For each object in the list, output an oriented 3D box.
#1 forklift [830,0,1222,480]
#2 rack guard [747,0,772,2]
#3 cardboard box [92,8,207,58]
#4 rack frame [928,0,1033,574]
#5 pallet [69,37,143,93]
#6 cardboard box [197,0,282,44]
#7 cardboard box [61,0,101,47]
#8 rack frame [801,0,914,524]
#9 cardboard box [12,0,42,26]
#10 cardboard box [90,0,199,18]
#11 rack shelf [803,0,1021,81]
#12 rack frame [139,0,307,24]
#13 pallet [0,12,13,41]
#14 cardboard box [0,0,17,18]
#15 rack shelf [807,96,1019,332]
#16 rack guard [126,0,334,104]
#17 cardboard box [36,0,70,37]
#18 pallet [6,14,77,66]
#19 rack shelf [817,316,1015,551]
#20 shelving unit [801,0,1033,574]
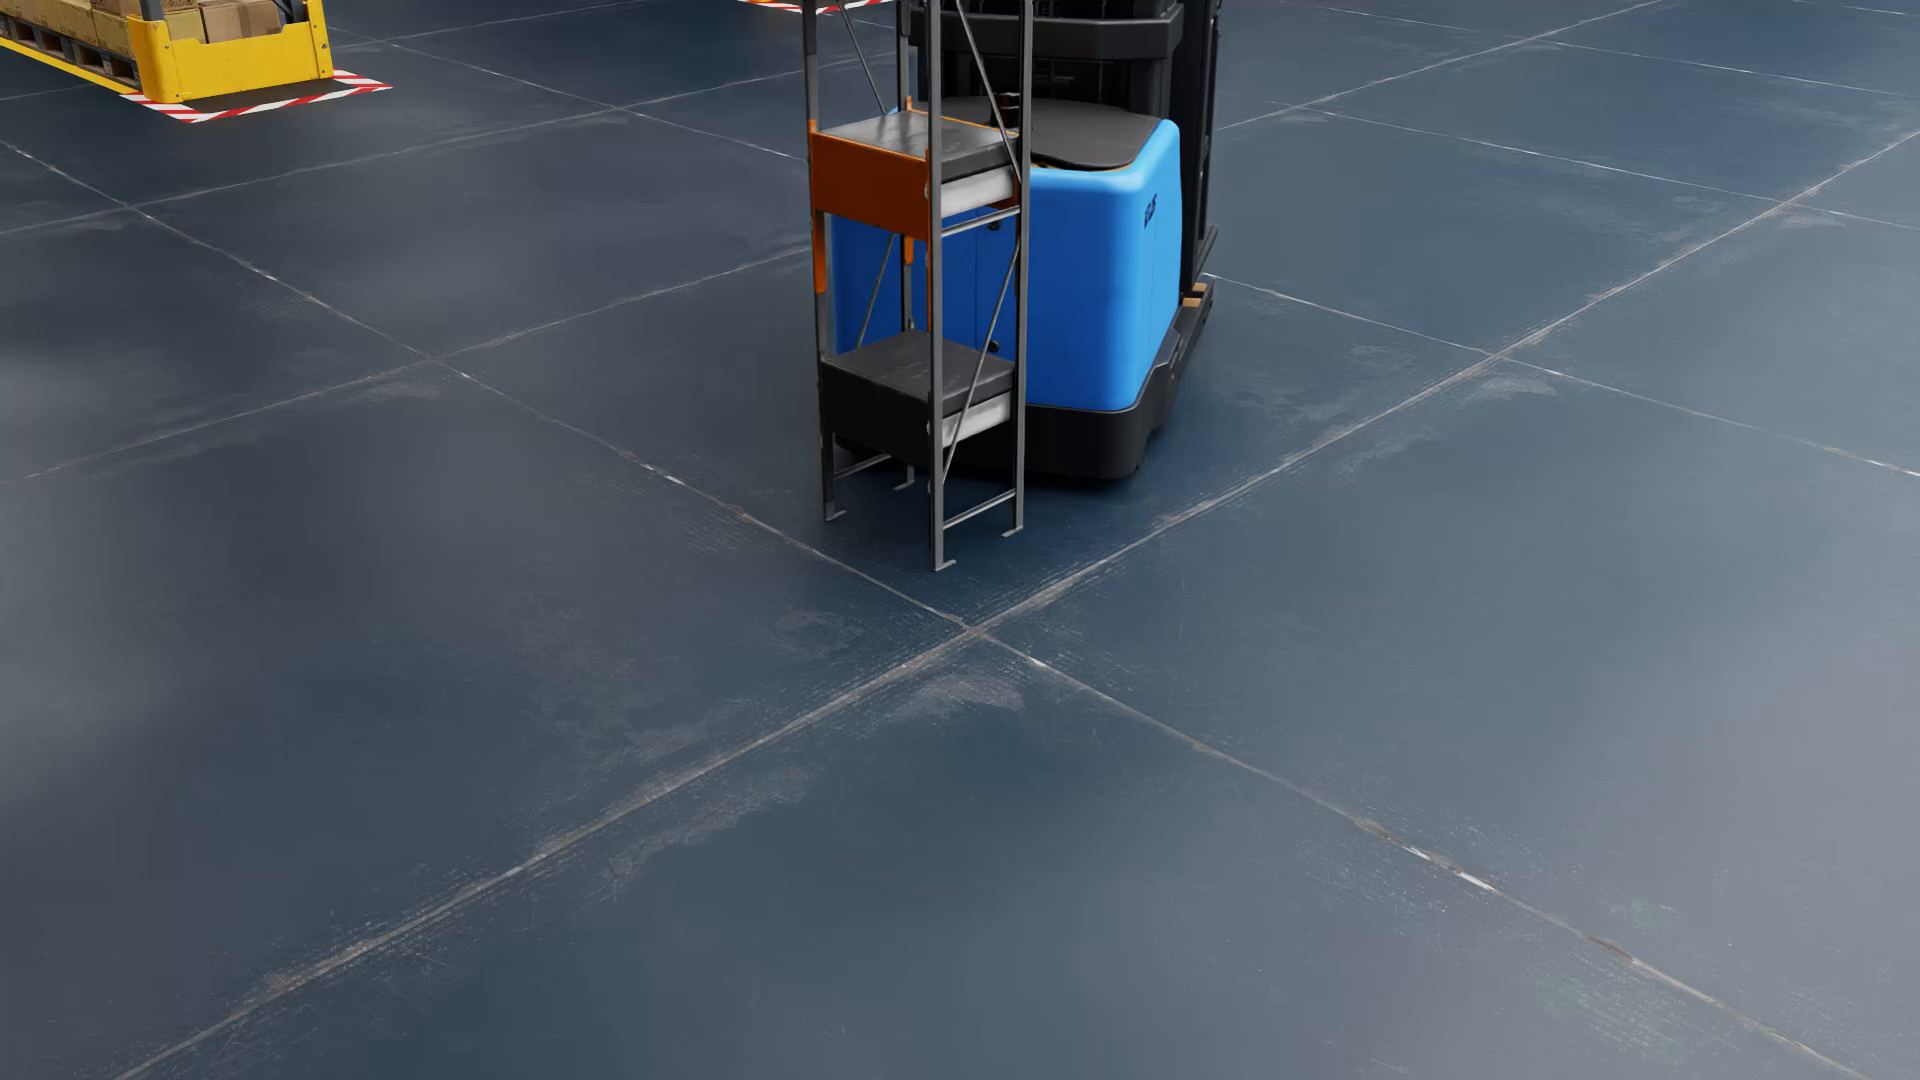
[{"bbox_3d":[0.443,-2.164,6.216,1.130,2.935,3.031,7,29,13],"label":"forklift"},{"bbox_3d":[-1.351,-4.868,13.970,0.348,0.500,1.175,25,36,38],"label":"rack guard"},{"bbox_3d":[-5.328,-3.368,10.935,0.500,0.250,0.500,25,36,38],"label":"cardboard box"},{"bbox_3d":[0.058,-0.896,4.698,0.015,2.100,0.400,24,36,37],"label":"rack frame"},{"bbox_3d":[-5.314,-3.324,11.344,1.213,0.211,1.003,25,36,38],"label":"pallet"},{"bbox_3d":[-4.965,-3.540,11.262,0.500,0.250,0.500,25,36,38],"label":"cardboard box"},{"bbox_3d":[-5.693,-3.527,11.238,0.500,0.250,0.500,25,36,38],"label":"cardboard box"},{"bbox_3d":[-0.297,-1.052,4.994,0.015,2.100,0.400,24,36,37],"label":"rack frame"},{"bbox_3d":[-6.406,-3.853,11.859,0.500,0.250,0.500,25,36,38],"label":"cardboard box"},{"bbox_3d":[-5.330,-3.699,10.759,0.500,0.500,0.500,25,36,38],"label":"cardboard box"},{"bbox_3d":[-0.120,-1.581,4.527,0.480,0.518,0.431,24,36,37],"label":"rack shelf"},{"bbox_3d":[-4.739,-4.322,10.247,0.127,3.000,1.000,25,36,38],"label":"rack frame"},{"bbox_3d":[-7.053,-4.120,12.858,1.213,0.211,1.003,25,36,38],"label":"pallet"},{"bbox_3d":[-6.767,-4.015,12.165,0.500,0.250,0.500,25,36,38],"label":"cardboard box"},{"bbox_3d":[-0.120,-0.962,4.852,0.480,0.518,0.431,24,36,37],"label":"rack shelf"},{"bbox_3d":[-4.722,-3.208,10.814,0.348,0.500,1.175,25,36,38],"label":"rack guard"},{"bbox_3d":[-6.051,-3.690,11.547,0.500,0.250,0.500,25,36,38],"label":"cardboard box"},{"bbox_3d":[-6.179,-3.722,12.101,1.213,0.211,1.003,25,36,38],"label":"pallet"},{"bbox_3d":[-0.120,-0.342,5.178,0.480,0.518,0.431,24,36,37],"label":"rack shelf"},{"bbox_3d":[-0.120,-0.974,4.846,0.503,2.100,0.431,24,36,37],"label":"shelving unit"}]
